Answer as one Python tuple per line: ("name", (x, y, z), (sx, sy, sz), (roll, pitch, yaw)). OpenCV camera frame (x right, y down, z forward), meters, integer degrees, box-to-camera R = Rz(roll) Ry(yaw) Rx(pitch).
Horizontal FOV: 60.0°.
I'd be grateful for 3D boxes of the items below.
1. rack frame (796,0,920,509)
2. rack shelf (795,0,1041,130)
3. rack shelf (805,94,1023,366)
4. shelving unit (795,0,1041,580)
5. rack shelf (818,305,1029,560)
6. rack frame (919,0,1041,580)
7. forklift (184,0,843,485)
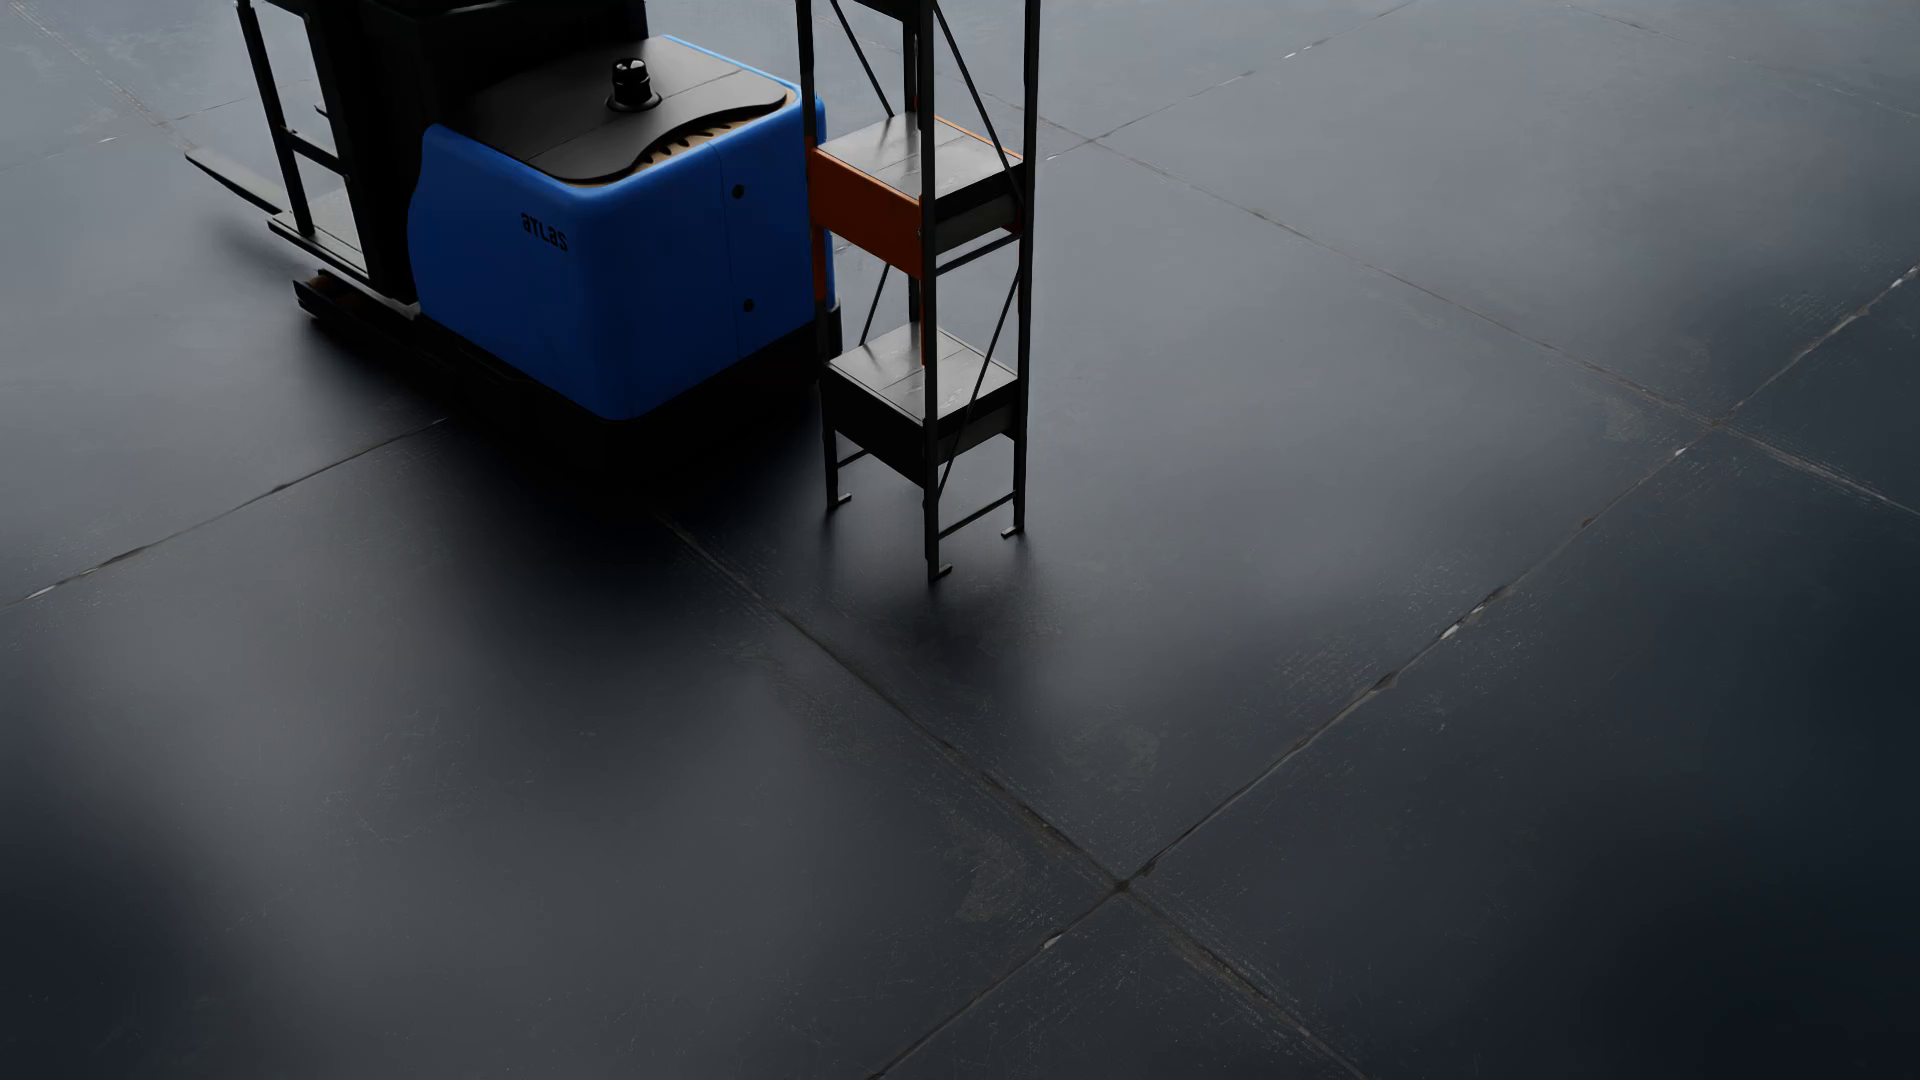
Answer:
("rack frame", (-0.277, -1.006, 4.825), (0.400, 2.100, 0.015), (-30, 48, -32))
("rack shelf", (-0.112, -1.427, 4.254), (0.431, 0.518, 0.480), (-30, 48, -32))
("rack shelf", (-0.112, -0.883, 4.694), (0.431, 0.518, 0.480), (-30, 48, -32))
("shelving unit", (-0.112, -0.893, 4.685), (0.431, 2.100, 0.503), (-30, 48, -32))
("rack shelf", (-0.112, -0.338, 5.134), (0.431, 0.518, 0.480), (-30, 48, -32))
("rack frame", (0.053, -0.781, 4.545), (0.400, 2.100, 0.015), (-30, 48, -32))
("forklift", (-1.858, -2.109, 5.528), (3.031, 2.935, 1.130), (29, 47, 31))
